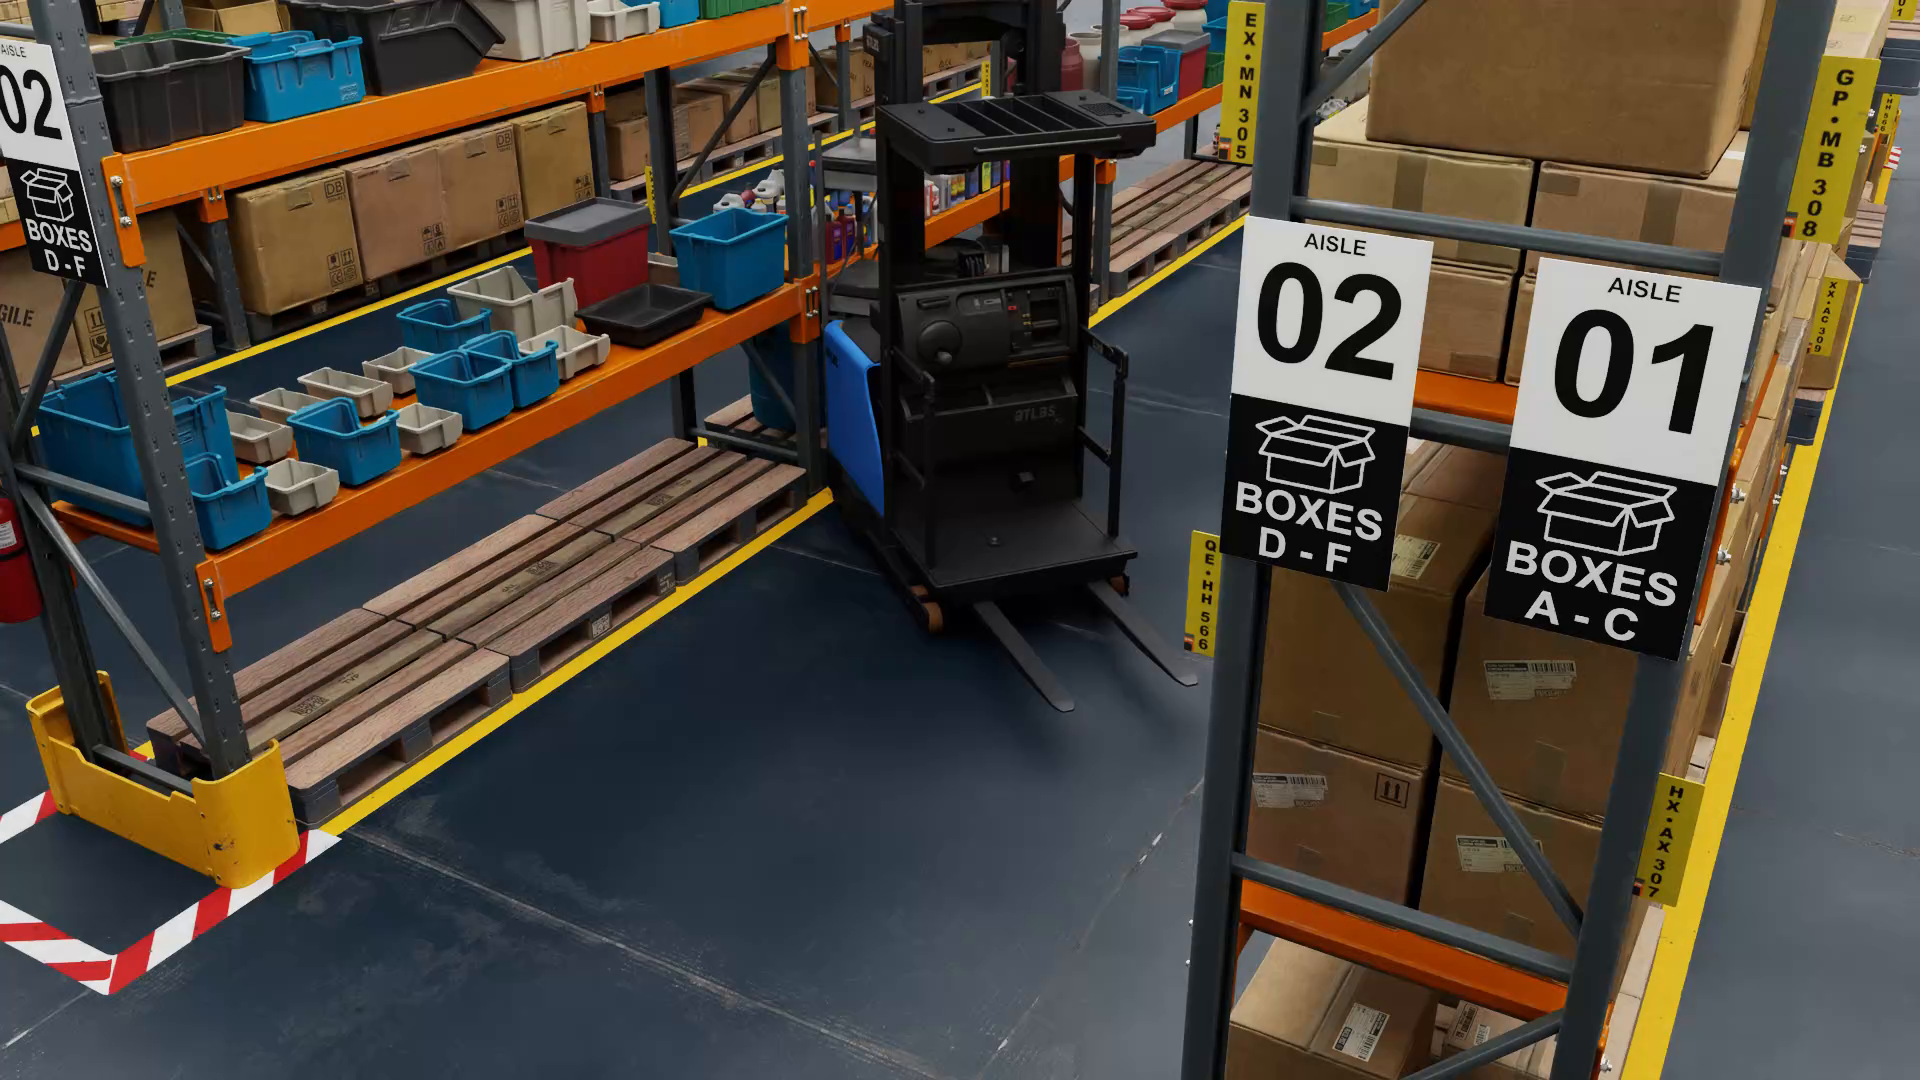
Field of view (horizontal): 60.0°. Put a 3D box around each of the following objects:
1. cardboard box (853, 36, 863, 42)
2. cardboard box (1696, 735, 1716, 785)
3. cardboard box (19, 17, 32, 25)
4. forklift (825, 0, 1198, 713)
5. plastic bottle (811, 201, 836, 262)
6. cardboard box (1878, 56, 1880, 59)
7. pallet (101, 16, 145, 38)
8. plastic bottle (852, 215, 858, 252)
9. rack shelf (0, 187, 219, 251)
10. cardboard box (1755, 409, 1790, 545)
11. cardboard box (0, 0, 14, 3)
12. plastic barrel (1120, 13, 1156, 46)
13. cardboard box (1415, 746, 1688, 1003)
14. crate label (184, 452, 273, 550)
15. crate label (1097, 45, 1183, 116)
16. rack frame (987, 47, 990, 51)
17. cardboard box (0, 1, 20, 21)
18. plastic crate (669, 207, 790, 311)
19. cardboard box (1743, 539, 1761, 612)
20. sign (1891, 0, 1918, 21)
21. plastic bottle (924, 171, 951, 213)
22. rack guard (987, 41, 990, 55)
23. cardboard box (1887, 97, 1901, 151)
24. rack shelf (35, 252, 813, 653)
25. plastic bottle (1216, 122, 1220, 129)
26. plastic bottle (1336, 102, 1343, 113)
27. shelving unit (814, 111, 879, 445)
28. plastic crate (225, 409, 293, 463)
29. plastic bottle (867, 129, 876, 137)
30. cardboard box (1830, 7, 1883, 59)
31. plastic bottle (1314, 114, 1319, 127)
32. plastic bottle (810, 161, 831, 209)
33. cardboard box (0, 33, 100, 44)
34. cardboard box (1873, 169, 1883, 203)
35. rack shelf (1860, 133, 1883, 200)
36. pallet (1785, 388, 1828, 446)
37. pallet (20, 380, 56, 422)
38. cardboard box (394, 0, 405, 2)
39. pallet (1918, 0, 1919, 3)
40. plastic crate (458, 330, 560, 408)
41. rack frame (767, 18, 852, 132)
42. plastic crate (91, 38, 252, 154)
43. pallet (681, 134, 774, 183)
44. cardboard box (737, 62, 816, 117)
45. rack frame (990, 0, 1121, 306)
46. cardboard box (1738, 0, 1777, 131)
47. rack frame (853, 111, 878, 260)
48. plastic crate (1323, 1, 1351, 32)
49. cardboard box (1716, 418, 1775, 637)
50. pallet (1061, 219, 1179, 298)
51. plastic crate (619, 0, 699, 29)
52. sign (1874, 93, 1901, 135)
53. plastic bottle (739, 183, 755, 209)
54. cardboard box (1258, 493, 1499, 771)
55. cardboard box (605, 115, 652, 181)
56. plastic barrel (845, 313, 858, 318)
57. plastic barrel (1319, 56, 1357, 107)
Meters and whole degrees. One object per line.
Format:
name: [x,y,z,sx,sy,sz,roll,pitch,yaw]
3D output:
cardboard box: [-0.909,-5.638,19.485,0.500,0.500,0.500,11,29,22]
cardboard box: [2.869,0.886,6.823,0.380,0.149,0.250,14,30,26]
cardboard box: [-8.499,-4.686,15.071,0.380,0.149,0.250,13,29,24]
forklift: [0.223,-1.047,8.068,1.130,2.935,3.031,-10,28,-18]
plastic bottle: [-0.801,-1.788,9.525,0.144,0.351,0.185,14,30,26]
cardboard box: [3.027,-1.662,6.036,0.500,0.250,0.500,14,30,26]
pallet: [-8.147,-5.122,16.346,1.213,0.211,1.003,14,30,26]
plastic bottle: [-0.618,-1.789,9.695,0.097,0.201,0.097,0,27,0]
rack shelf: [-6.573,-1.718,10.134,1.077,0.370,4.000,14,30,26]
cardboard box: [2.759,-0.228,6.243,0.500,0.500,0.500,15,30,28]
cardboard box: [-8.628,-4.848,14.731,0.380,0.149,0.250,15,30,28]
plastic barrel: [1.424,-4.128,13.993,0.433,0.535,0.433,0,27,0]
cardboard box: [1.514,0.763,4.263,0.500,0.500,0.500,15,30,27]
crate label: [-2.836,-0.145,6.309,0.416,0.233,0.303,14,30,26]
crate label: [1.415,-3.631,13.112,0.502,0.435,0.616,14,30,26]
rack frame: [0.315,-7.496,20.873,1.000,3.000,0.127,14,30,26]
cardboard box: [-8.622,-4.724,14.815,0.380,0.149,0.250,14,30,25]
plastic crate: [-1.209,-1.491,8.828,0.392,0.384,0.575,14,30,26]
cardboard box: [3.484,0.150,7.900,0.500,0.500,0.500,13,29,24]
sign: [3.510,-2.092,6.150,0.100,0.325,0.005,14,30,26]
plastic bottle: [-0.148,-2.221,10.473,0.152,0.276,0.135,14,30,26]
rack guard: [0.277,-6.348,21.373,1.175,0.500,0.348,14,30,26]
cardboard box: [8.454,-3.939,15.532,0.500,0.500,0.500,14,30,26]
rack shelf: [-2.260,-0.627,7.955,1.077,0.370,4.000,14,30,26]
plastic bottle: [2.608,-4.088,16.609,0.061,0.283,0.133,16,31,29]
plastic bottle: [3.889,-4.425,17.290,0.152,0.276,0.135,13,30,25]
shelving unit: [-0.496,-1.320,9.491,0.431,2.100,0.503,10,29,20]
plastic crate: [-3.001,-0.436,6.997,0.396,0.136,0.243,14,30,26]
plastic bottle: [-0.567,-2.566,11.080,0.144,0.351,0.185,14,30,26]
cardboard box: [2.534,-1.496,5.146,0.500,0.250,0.500,14,30,26]
plastic bottle: [3.510,-4.155,16.667,0.144,0.351,0.185,13,29,24]
plastic bottle: [-0.893,-2.177,10.303,0.144,0.351,0.185,14,30,26]
cardboard box: [-6.047,-3.090,11.069,0.500,0.500,0.500,14,30,26]
cardboard box: [7.963,-3.213,14.921,0.500,0.250,0.500,14,30,26]
rack shelf: [5.986,-2.653,12.002,1.077,0.370,4.000,14,30,26]
pallet: [3.522,-0.838,7.787,1.003,0.211,1.213,14,30,26]
pallet: [-6.630,-0.816,10.643,1.003,0.211,1.213,14,30,26]
cardboard box: [-4.642,-4.074,12.804,0.797,0.503,0.637,15,30,28]
pallet: [3.924,-2.537,7.826,1.213,0.211,1.003,14,30,26]
plastic crate: [-2.041,-0.775,7.568,0.416,0.233,0.300,14,30,26]
rack frame: [-1.653,-5.937,17.759,1.000,3.000,0.127,14,30,26]
plastic crate: [-2.812,-1.541,5.772,0.497,0.269,0.590,14,30,26]
pallet: [-2.634,-3.909,16.823,1.003,0.211,1.213,14,30,26]
cardboard box: [-1.974,-4.781,17.751,0.700,0.500,0.500,12,29,22]
rack frame: [0.691,-3.287,12.466,1.000,3.000,0.127,14,30,26]
cardboard box: [1.625,-1.290,3.897,0.700,0.500,0.500,14,30,26]
rack frame: [-0.405,-1.423,9.693,0.400,2.100,0.015,10,29,20]
plastic crate: [3.573,-5.218,16.560,0.450,0.188,0.662,14,30,26]
cardboard box: [2.015,-0.083,4.836,0.500,0.500,0.500,15,30,27]
pallet: [1.106,-2.334,13.676,1.003,0.211,1.213,14,30,26]
plastic crate: [-1.446,-2.570,7.868,0.416,0.233,0.300,14,30,26]
sign: [5.479,-2.561,9.811,0.100,0.325,0.005,14,30,26]
plastic bottle: [-1.290,-2.001,10.027,0.061,0.283,0.133,14,30,26]
cardboard box: [1.046,0.197,4.277,0.500,0.500,0.500,14,30,26]
cardboard box: [-3.309,-3.722,15.636,0.700,0.500,0.500,13,29,23]
plastic barrel: [-0.646,-1.462,10.695,0.600,0.901,0.708,14,30,26]
plastic barrel: [4.123,-5.012,18.221,0.421,0.512,0.421,0,27,0]
